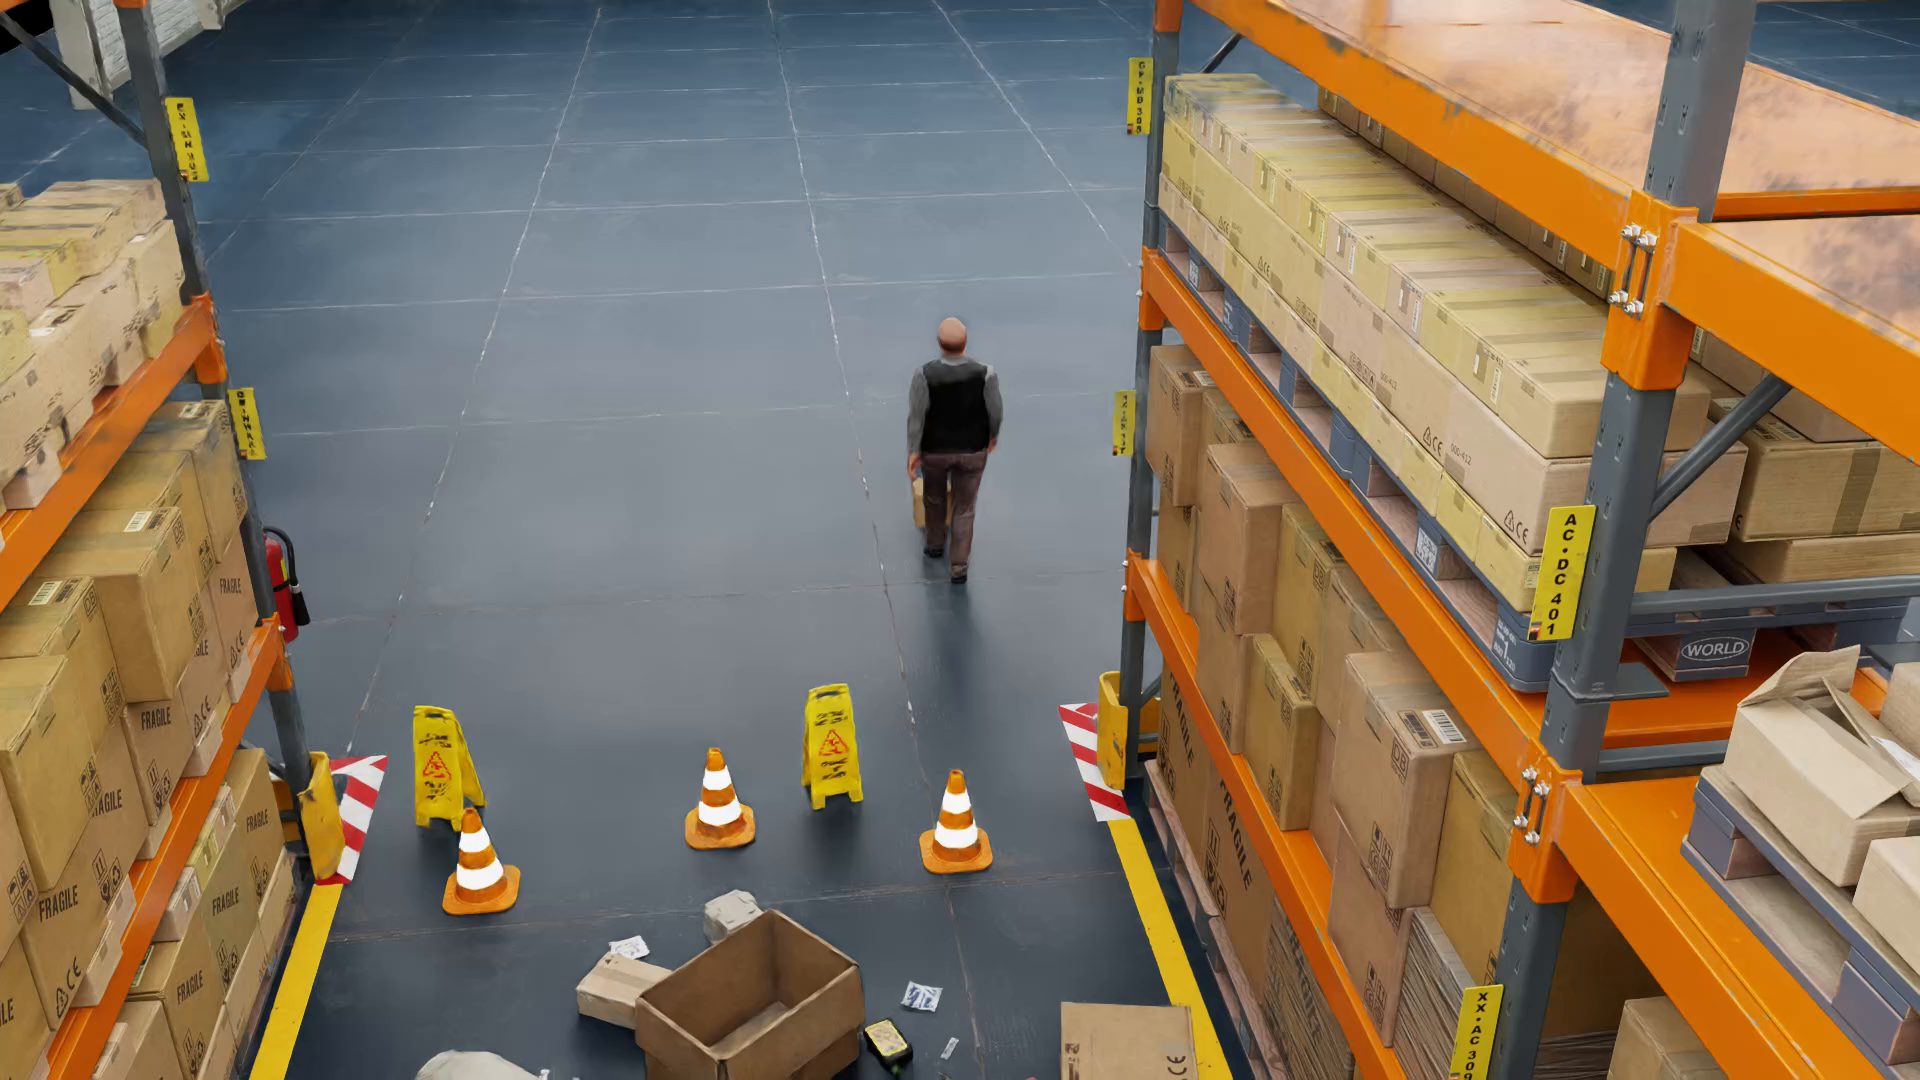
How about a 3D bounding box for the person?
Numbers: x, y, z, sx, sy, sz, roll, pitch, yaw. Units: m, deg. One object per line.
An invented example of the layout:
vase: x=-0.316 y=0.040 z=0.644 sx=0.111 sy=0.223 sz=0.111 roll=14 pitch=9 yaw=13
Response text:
person: x=-0.027 y=-0.582 z=10.295 sx=0.584 sy=1.752 sz=0.620 roll=1 pitch=27 yaw=1
